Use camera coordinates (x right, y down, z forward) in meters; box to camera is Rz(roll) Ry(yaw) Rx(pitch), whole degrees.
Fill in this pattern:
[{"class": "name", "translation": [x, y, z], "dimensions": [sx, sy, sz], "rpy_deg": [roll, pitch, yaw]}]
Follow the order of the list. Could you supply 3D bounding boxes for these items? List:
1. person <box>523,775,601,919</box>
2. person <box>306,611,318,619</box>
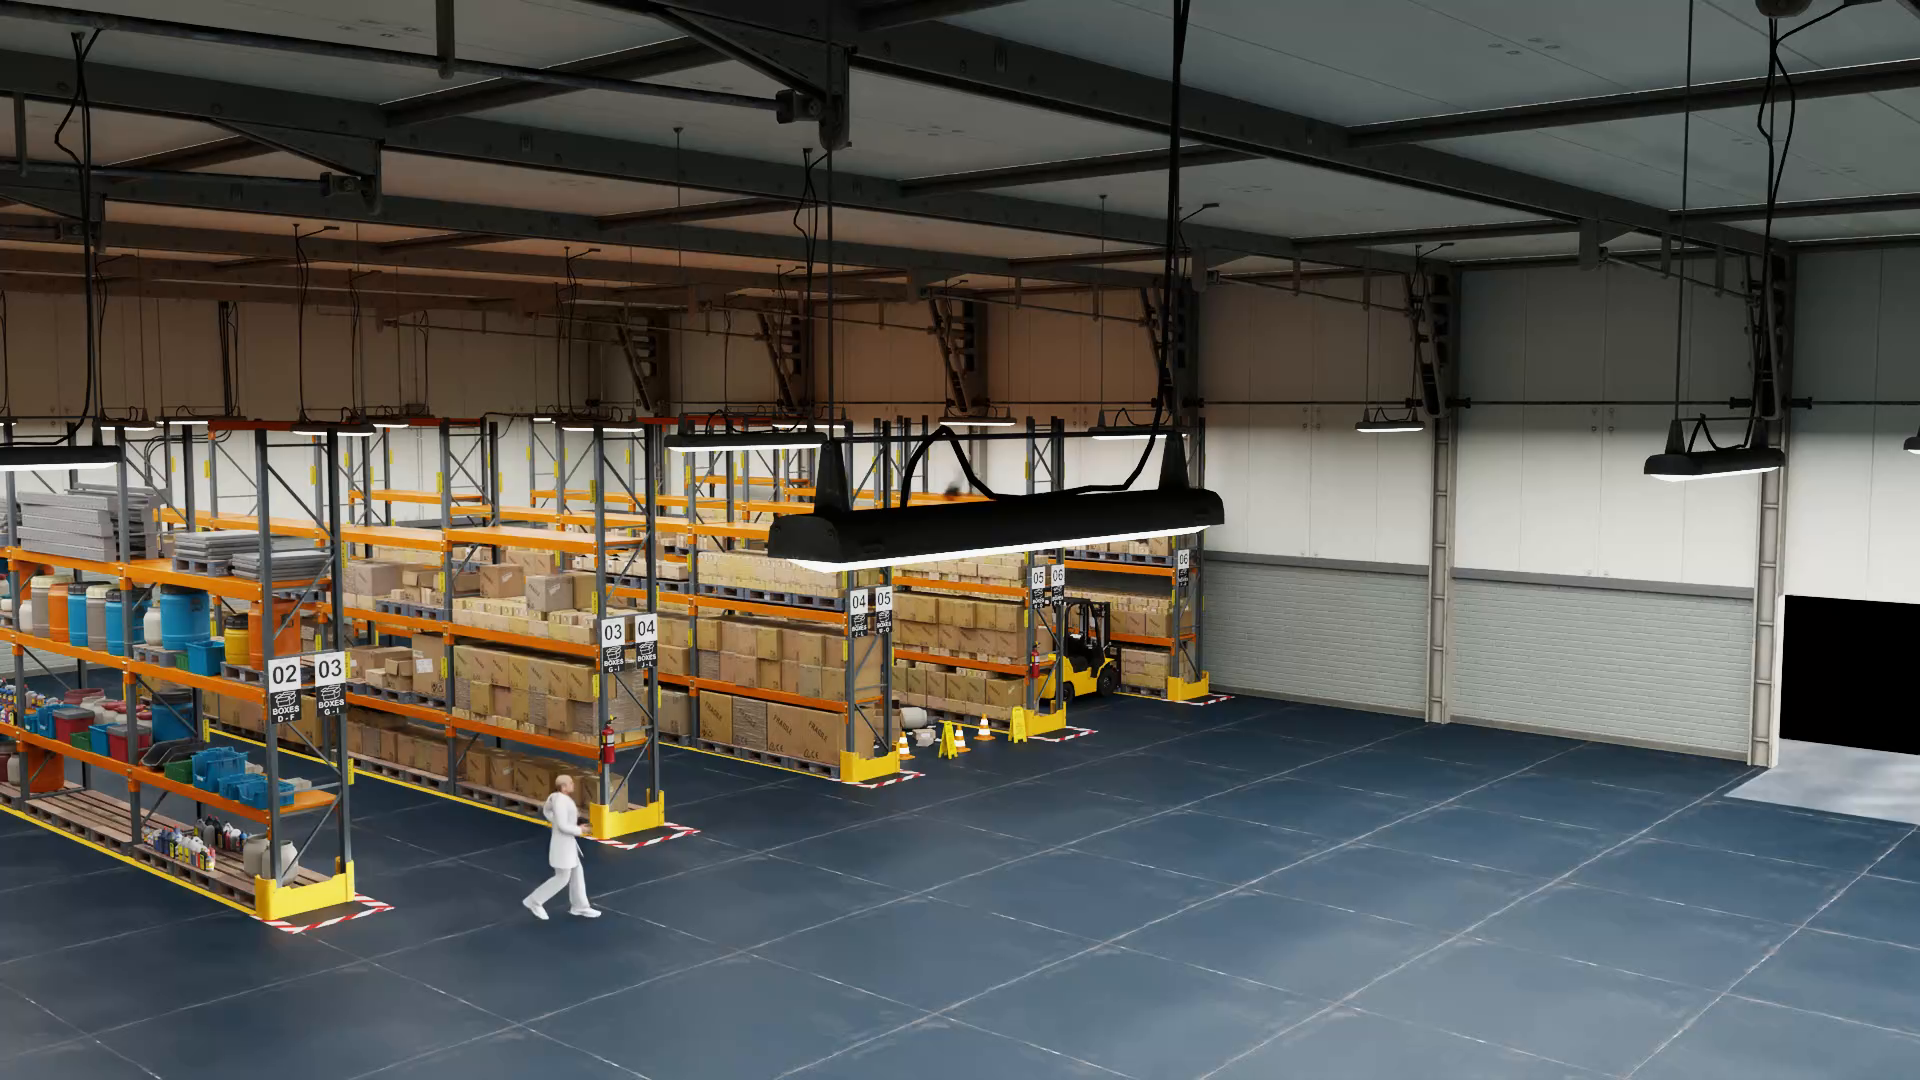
[{"class": "person", "translation": [-4.873, 3.761, 20.303], "dimensions": [0.935, 1.786, 0.732], "rpy_deg": [-1, 5, -16]}, {"class": "person", "translation": [-14.773, 2.337, 37.898], "dimensions": [0.716, 1.680, 0.928], "rpy_deg": [0, 5, 1]}]
